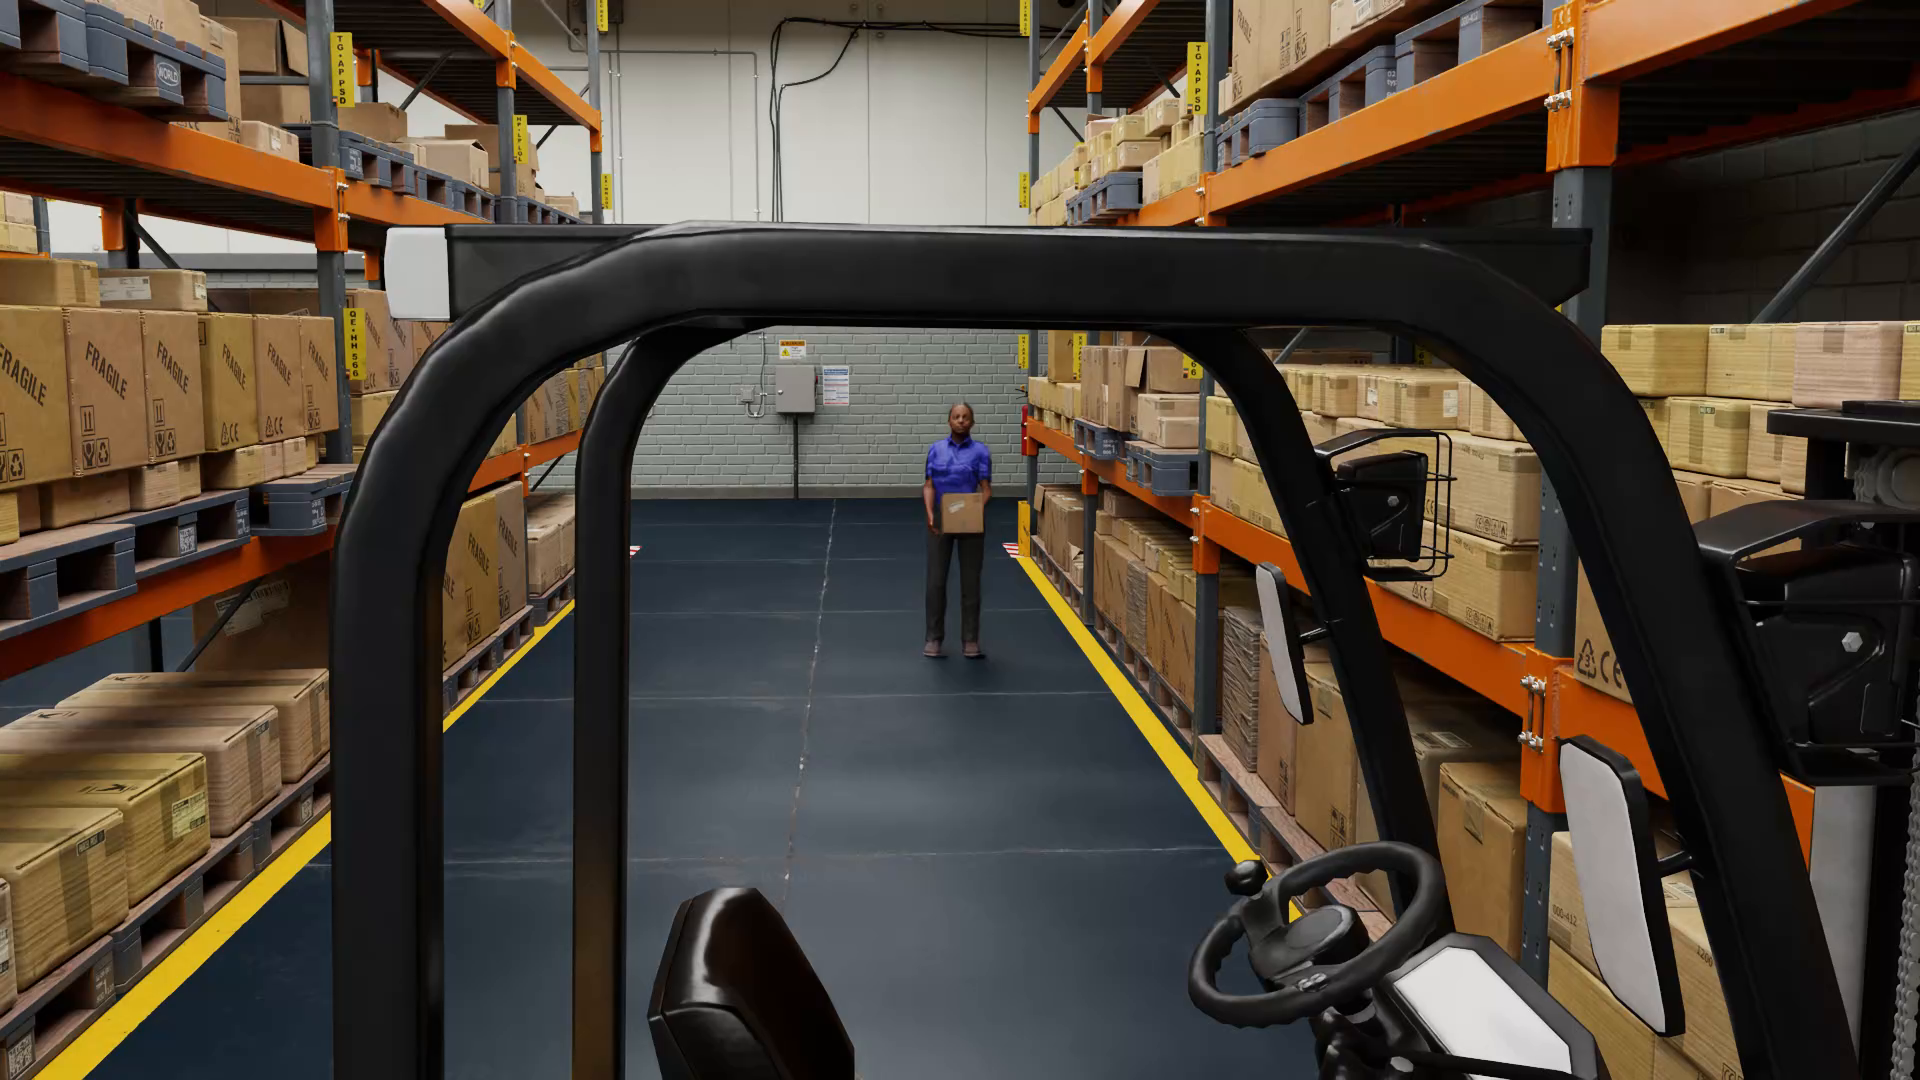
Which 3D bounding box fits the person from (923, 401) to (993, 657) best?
[{"bbox_3d":[-0.019,-0.066,10.815,0.456,1.656,0.503,1,7,7],"label":"person"}]
